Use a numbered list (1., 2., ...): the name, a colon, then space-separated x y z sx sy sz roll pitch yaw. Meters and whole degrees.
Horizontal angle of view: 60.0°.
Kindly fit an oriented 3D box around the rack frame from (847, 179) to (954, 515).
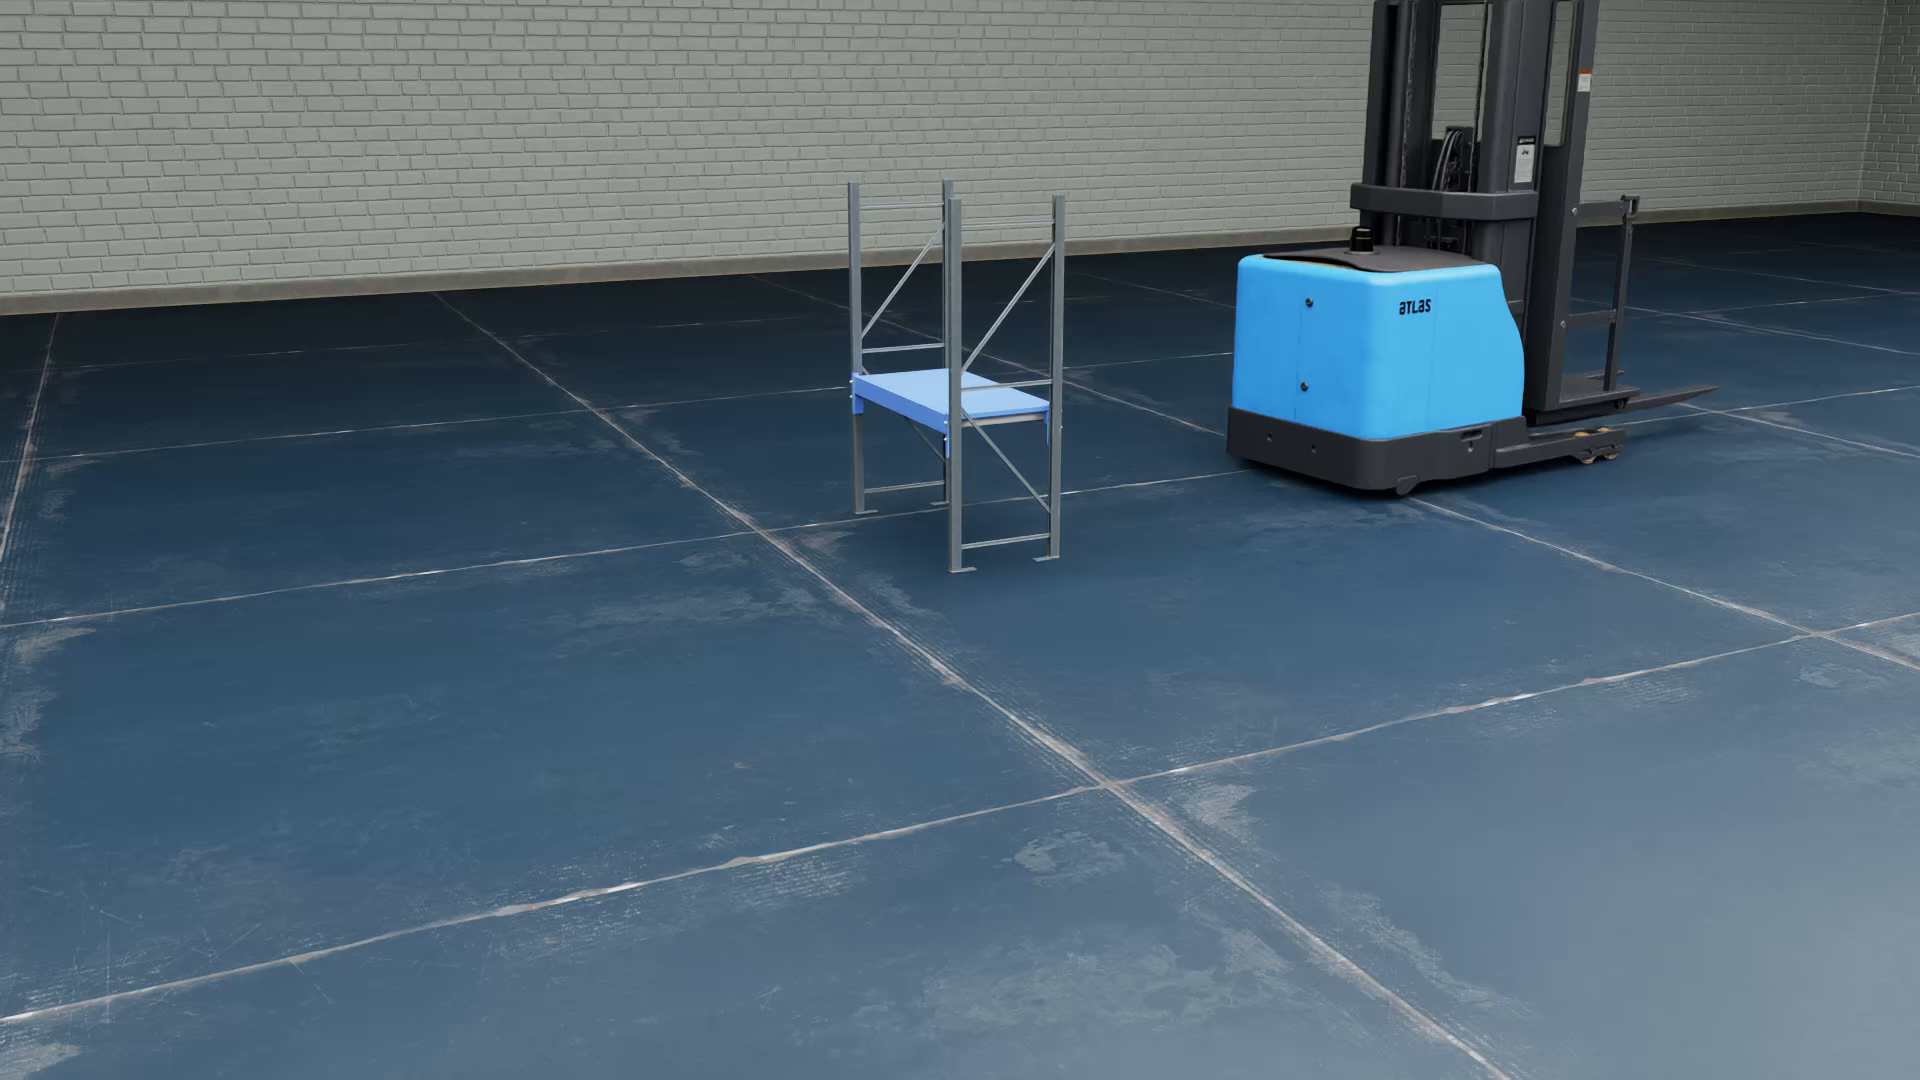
1. rack frame: -0.260 -0.868 7.557 0.500 1.500 0.032 -8 18 -25

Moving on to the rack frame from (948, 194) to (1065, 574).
1. rack frame: 0.185 -0.616 6.678 0.500 1.500 0.032 -8 18 -25

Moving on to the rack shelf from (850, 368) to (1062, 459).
1. rack shelf: -0.037 -0.569 7.167 0.538 0.185 1.000 -8 18 -25

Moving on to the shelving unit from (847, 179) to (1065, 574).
1. shelving unit: -0.037 -0.742 7.117 0.538 1.500 1.048 -8 18 -25

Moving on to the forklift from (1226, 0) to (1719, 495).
1. forklift: 2.885 -1.912 8.601 3.031 2.935 1.130 -10 19 -32
